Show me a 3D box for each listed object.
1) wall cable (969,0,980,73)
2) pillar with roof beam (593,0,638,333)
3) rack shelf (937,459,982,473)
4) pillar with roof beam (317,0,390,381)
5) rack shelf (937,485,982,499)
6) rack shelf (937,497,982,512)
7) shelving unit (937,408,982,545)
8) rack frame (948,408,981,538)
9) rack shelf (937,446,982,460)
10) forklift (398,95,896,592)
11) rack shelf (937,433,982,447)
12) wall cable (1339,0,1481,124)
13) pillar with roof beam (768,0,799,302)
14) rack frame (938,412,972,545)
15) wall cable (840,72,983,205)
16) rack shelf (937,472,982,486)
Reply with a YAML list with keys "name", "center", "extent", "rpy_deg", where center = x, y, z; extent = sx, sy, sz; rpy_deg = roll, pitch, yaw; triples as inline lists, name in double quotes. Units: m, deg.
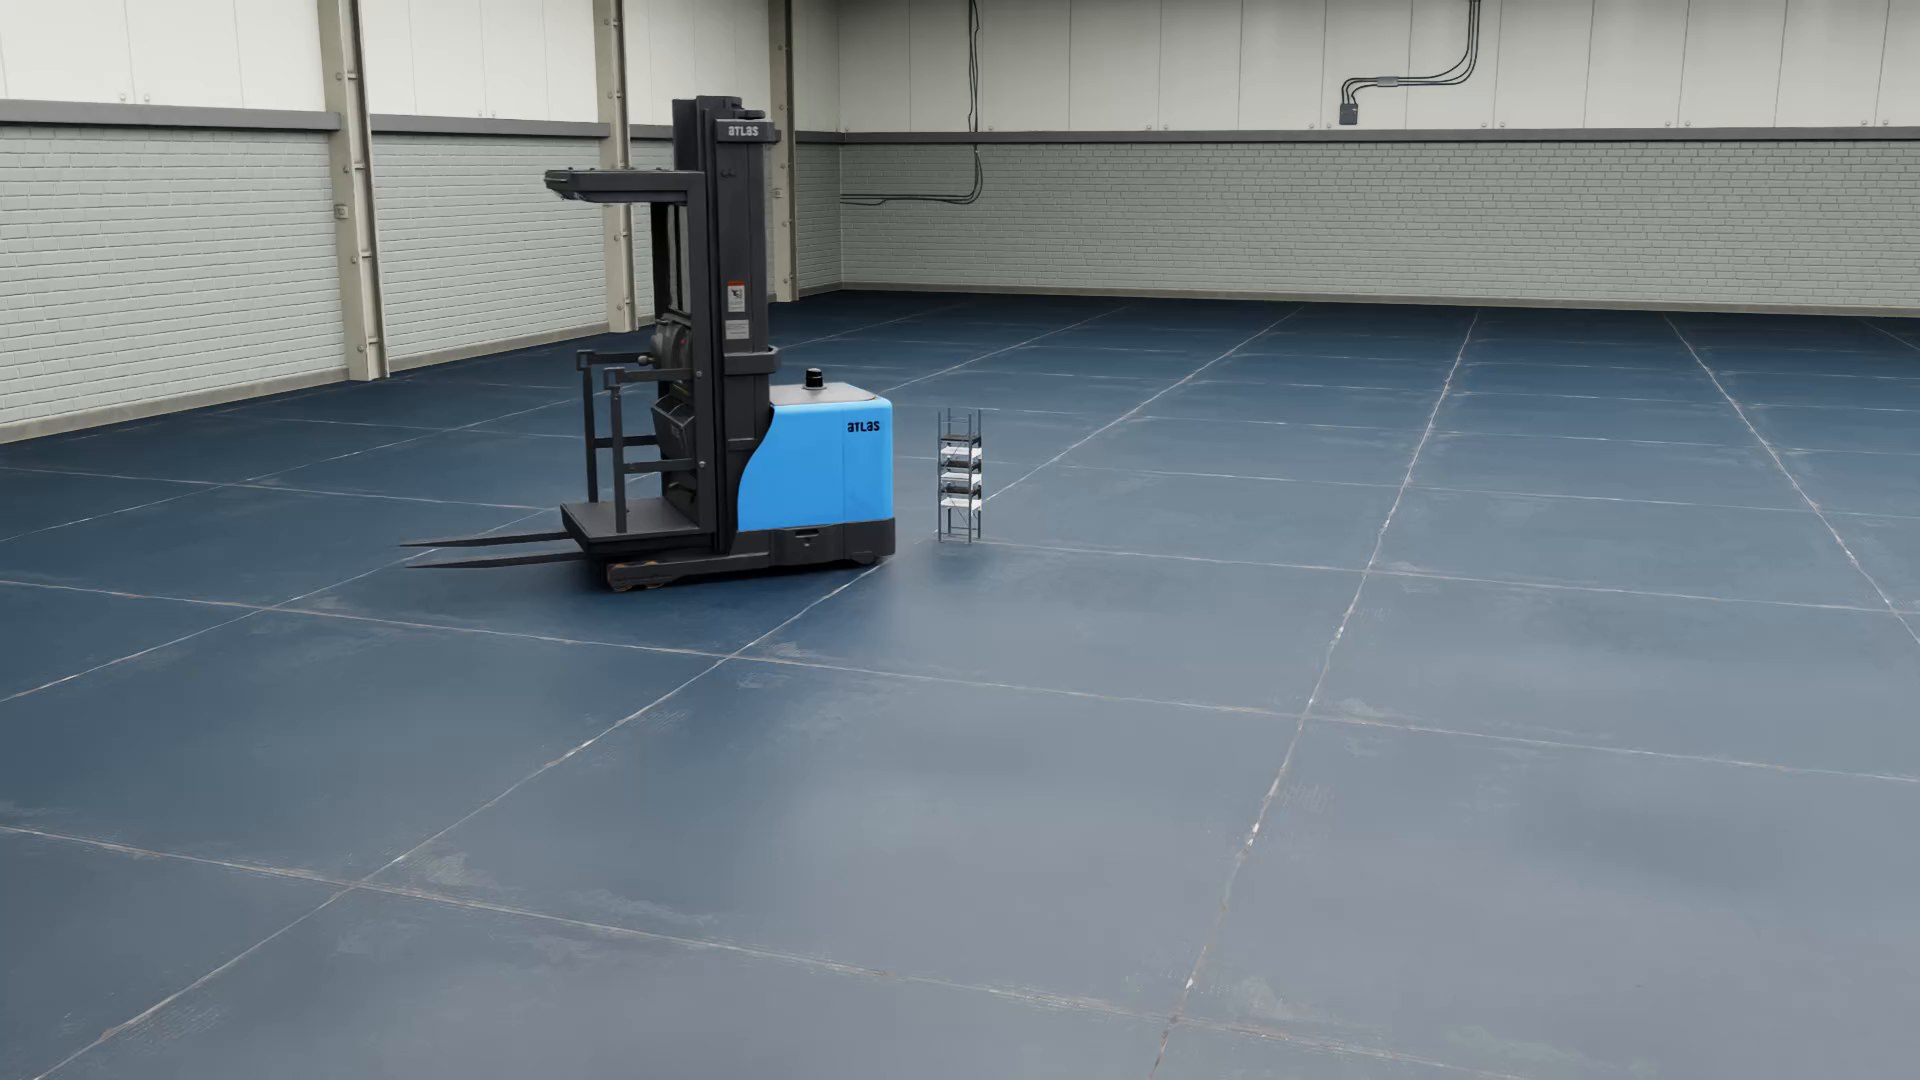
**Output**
- name: "wall cable"
  center: [1.528, -10.140, 31.320]
  extent: [3.097, 2.526, 0.112]
  rpy_deg: [4, 14, 18]
- name: "pillar with roof beam"
  center: [-1.104, -7.288, 23.197]
  extent: [9.100, 9.000, 0.400]
  rpy_deg: [4, 14, 18]
- name: "rack shelf"
  center: [-0.003, -0.492, 11.368]
  extent: [0.258, 0.077, 0.200]
  rpy_deg: [4, 14, 18]
- name: "pillar with roof beam"
  center: [-3.045, -6.025, 17.662]
  extent: [9.100, 9.000, 0.400]
  rpy_deg: [4, 14, 18]
- name: "rack shelf"
  center: [-0.003, -0.317, 11.408]
  extent: [0.258, 0.077, 0.200]
  rpy_deg: [4, 14, 18]
- name: "rack shelf"
  center: [-0.003, -0.229, 11.428]
  extent: [0.258, 0.077, 0.200]
  rpy_deg: [4, 14, 18]
- name: "shelving unit"
  center: [-0.003, -0.437, 11.380]
  extent: [0.258, 0.900, 0.210]
  rpy_deg: [4, 14, 18]
- name: "rack frame"
  center: [0.030, -0.458, 11.474]
  extent: [0.240, 0.900, 0.006]
  rpy_deg: [4, 14, 18]
- name: "rack shelf"
  center: [-0.003, -0.580, 11.348]
  extent: [0.258, 0.077, 0.200]
  rpy_deg: [4, 14, 18]
- name: "forklift"
  center: [-1.988, -1.248, 10.370]
  extent: [3.031, 2.935, 1.130]
  rpy_deg: [-5, 14, -21]
- name: "rack shelf"
  center: [-0.003, -0.668, 11.328]
  extent: [0.258, 0.077, 0.200]
  rpy_deg: [4, 14, 18]
- name: "wall cable"
  center: [7.946, -10.358, 29.003]
  extent: [2.305, 6.003, 0.169]
  rpy_deg: [4, 14, 18]
- name: "pillar with roof beam"
  center: [0.837, -8.552, 28.732]
  extent: [9.100, 9.000, 0.400]
  rpy_deg: [4, 14, 18]
- name: "rack frame"
  center: [-0.036, -0.416, 11.287]
  extent: [0.240, 0.900, 0.006]
  rpy_deg: [4, 14, 18]
- name: "wall cable"
  center: [-1.032, -7.873, 32.736]
  extent: [3.097, 2.526, 0.112]
  rpy_deg: [4, 14, 18]
- name: "rack shelf"
  center: [-0.003, -0.405, 11.388]
  extent: [0.258, 0.077, 0.200]
  rpy_deg: [4, 14, 18]
